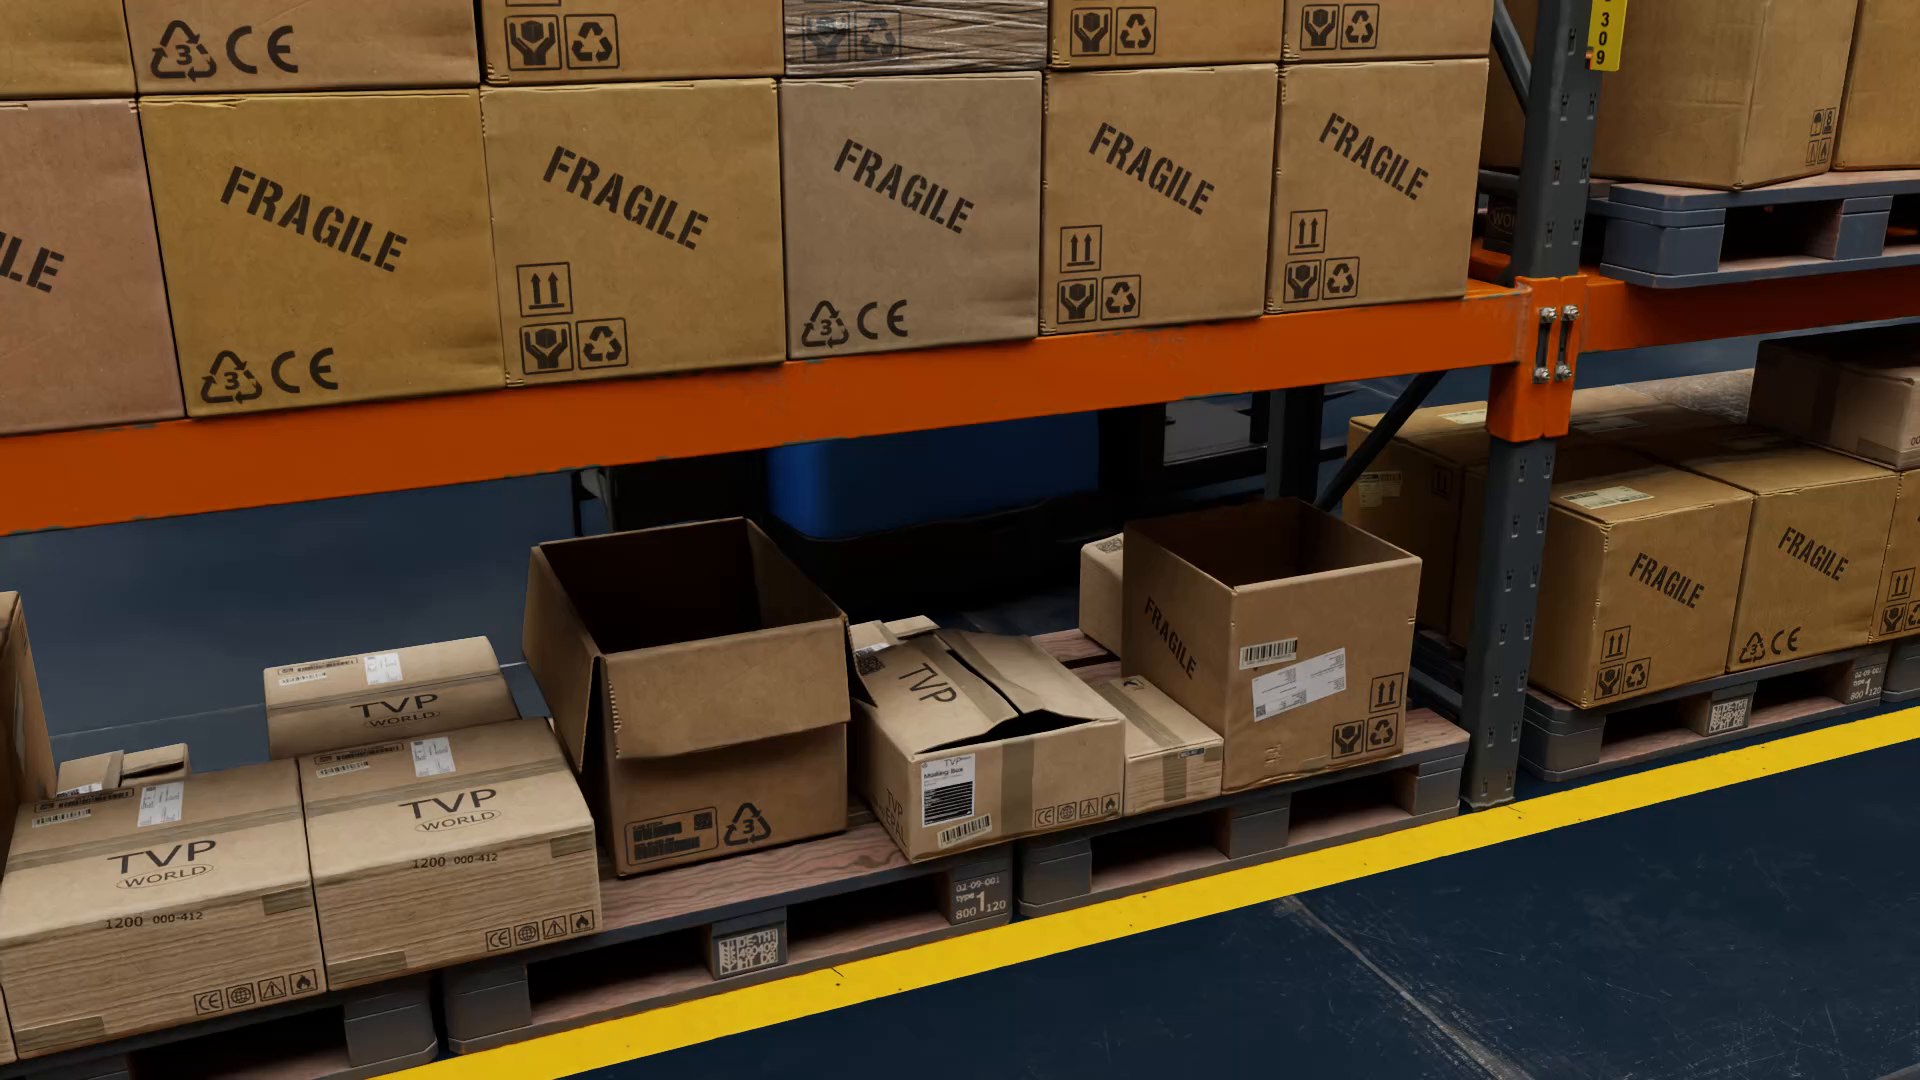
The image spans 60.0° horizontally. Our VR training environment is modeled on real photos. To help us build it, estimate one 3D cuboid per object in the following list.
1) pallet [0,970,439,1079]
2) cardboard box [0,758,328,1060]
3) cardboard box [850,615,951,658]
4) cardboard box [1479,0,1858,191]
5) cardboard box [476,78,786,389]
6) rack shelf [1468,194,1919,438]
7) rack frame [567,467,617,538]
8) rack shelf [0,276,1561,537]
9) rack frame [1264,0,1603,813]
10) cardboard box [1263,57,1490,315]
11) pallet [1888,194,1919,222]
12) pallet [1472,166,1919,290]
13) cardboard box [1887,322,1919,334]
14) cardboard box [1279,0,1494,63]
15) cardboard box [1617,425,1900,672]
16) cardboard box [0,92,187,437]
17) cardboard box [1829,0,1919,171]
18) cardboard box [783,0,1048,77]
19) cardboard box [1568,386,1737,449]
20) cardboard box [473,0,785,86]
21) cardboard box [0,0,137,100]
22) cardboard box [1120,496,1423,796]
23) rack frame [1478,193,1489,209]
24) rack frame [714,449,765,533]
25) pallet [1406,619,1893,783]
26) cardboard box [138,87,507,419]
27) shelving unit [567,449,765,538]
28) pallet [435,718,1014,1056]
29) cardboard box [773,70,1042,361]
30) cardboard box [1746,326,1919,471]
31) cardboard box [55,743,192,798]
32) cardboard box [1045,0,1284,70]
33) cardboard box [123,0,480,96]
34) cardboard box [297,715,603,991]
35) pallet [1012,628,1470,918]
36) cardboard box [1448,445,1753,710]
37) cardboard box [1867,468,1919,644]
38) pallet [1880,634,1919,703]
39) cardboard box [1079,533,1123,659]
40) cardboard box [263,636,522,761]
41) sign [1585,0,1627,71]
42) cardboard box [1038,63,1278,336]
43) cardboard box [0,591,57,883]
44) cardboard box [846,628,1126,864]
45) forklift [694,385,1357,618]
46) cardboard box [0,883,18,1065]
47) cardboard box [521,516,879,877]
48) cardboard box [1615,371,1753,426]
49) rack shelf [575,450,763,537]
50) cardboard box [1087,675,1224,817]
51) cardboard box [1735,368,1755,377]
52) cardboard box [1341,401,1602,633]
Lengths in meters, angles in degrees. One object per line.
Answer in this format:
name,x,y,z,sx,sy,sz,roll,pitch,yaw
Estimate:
pallet,-1.743,0.825,3.361,1.213,0.211,1.003,-8,21,-22
cardboard box,-1.474,0.663,3.099,0.500,0.250,0.500,-8,21,-22
cardboard box,-0.133,0.334,4.162,0.250,0.166,0.380,-8,21,-22
cardboard box,1.652,-1.141,3.962,0.500,0.500,0.700,-17,26,-40
cardboard box,-0.639,-0.600,3.059,0.500,0.500,0.500,-8,21,-21
rack shelf,2.965,-0.825,4.932,4.000,0.370,1.077,-8,21,-22
rack frame,-1.153,-0.749,4.988,0.015,2.100,0.400,-12,22,-30
rack shelf,-0.708,-0.299,3.438,4.000,0.370,1.077,-8,21,-22
rack frame,1.128,-0.901,4.065,0.127,3.000,1.000,-8,21,-22
cardboard box,0.771,-0.805,3.640,0.500,0.500,0.500,-8,21,-21
pallet,3.017,-1.080,4.861,1.213,0.211,1.003,-8,21,-22
pallet,1.905,-0.883,4.301,1.213,0.211,1.003,-8,21,-22
cardboard box,3.048,-0.471,4.814,0.500,0.250,0.500,-9,21,-23
cardboard box,0.767,-1.275,3.470,0.500,0.500,0.500,-8,21,-22
cardboard box,2.154,0.007,4.586,0.500,0.500,0.500,-8,21,-21
cardboard box,-1.561,-0.470,2.689,0.500,0.500,0.500,-8,21,-22
cardboard box,2.258,-1.251,4.274,0.500,0.500,0.700,-5,20,-13
cardboard box,-0.165,-1.140,3.088,0.500,0.500,0.500,-8,21,-21
cardboard box,1.925,-0.145,5.018,0.500,0.500,0.500,-8,21,-22
cardboard box,-0.628,-1.074,2.901,0.500,0.500,0.500,-8,21,-22
cardboard box,-1.556,-0.943,2.528,0.500,0.500,0.500,-8,21,-21
cardboard box,0.718,0.232,3.949,0.500,0.500,0.500,-8,21,-22
rack frame,2.843,-2.939,9.851,0.127,3.000,1.000,-8,21,-22
rack frame,-0.737,-0.834,5.229,0.015,2.100,0.400,-12,22,-30
pallet,1.860,0.295,4.865,1.213,0.211,1.003,-8,21,-22
cardboard box,-1.099,-0.535,2.874,0.500,0.500,0.500,-8,21,-22
shelving unit,-0.945,-0.792,5.108,0.503,2.100,0.431,-12,22,-30
pallet,-0.624,0.666,3.813,1.213,0.211,1.003,-8,21,-22
cardboard box,-0.173,-0.668,3.252,0.500,0.500,0.500,-8,21,-21
cardboard box,2.587,-0.404,4.626,0.500,0.250,0.500,-8,21,-22
cardboard box,-1.735,0.581,3.458,0.250,0.166,0.380,-8,21,-22
cardboard box,0.297,-1.206,3.276,0.500,0.500,0.500,-9,21,-23
cardboard box,-1.094,-1.007,2.710,0.500,0.500,0.500,-8,21,-21
cardboard box,-1.015,0.598,3.286,0.500,0.250,0.500,-8,21,-22
pallet,0.497,0.504,4.273,1.213,0.211,1.003,-8,21,-22
cardboard box,1.669,0.081,4.377,0.500,0.500,0.500,-9,21,-24
cardboard box,2.616,-0.056,4.766,0.500,0.500,0.500,-8,21,-21
pallet,2.982,0.134,5.325,1.213,0.211,1.003,-8,21,-22
cardboard box,0.657,0.149,4.469,0.500,0.311,0.500,-8,21,-22
cardboard box,-1.259,0.452,3.700,0.500,0.250,0.500,-8,21,-22
sign,1.350,-1.145,3.455,0.005,0.325,0.100,-8,21,-22
cardboard box,0.298,-0.736,3.446,0.500,0.500,0.500,-8,21,-20
cardboard box,-2.143,0.450,3.330,0.500,0.500,0.500,-8,21,-22
cardboard box,0.029,0.419,3.700,0.500,0.311,0.500,-8,21,-22
forklift,0.581,-1.484,5.824,3.031,2.935,1.130,-12,22,-30
cardboard box,-1.794,0.771,2.921,0.250,0.166,0.380,-8,21,-22
cardboard box,-0.595,0.317,3.701,0.637,0.503,0.797,-8,21,-22
cardboard box,2.386,-0.210,5.205,0.500,0.500,0.500,-8,21,-21
rack shelf,-0.945,-0.118,5.345,0.480,0.518,0.431,-12,22,-30
cardboard box,0.397,0.465,3.815,0.250,0.149,0.380,-8,21,-22
cardboard box,2.852,-0.278,5.396,0.500,0.500,0.500,-9,21,-24
cardboard box,1.468,-0.082,4.840,0.500,0.500,0.500,-8,21,-22
